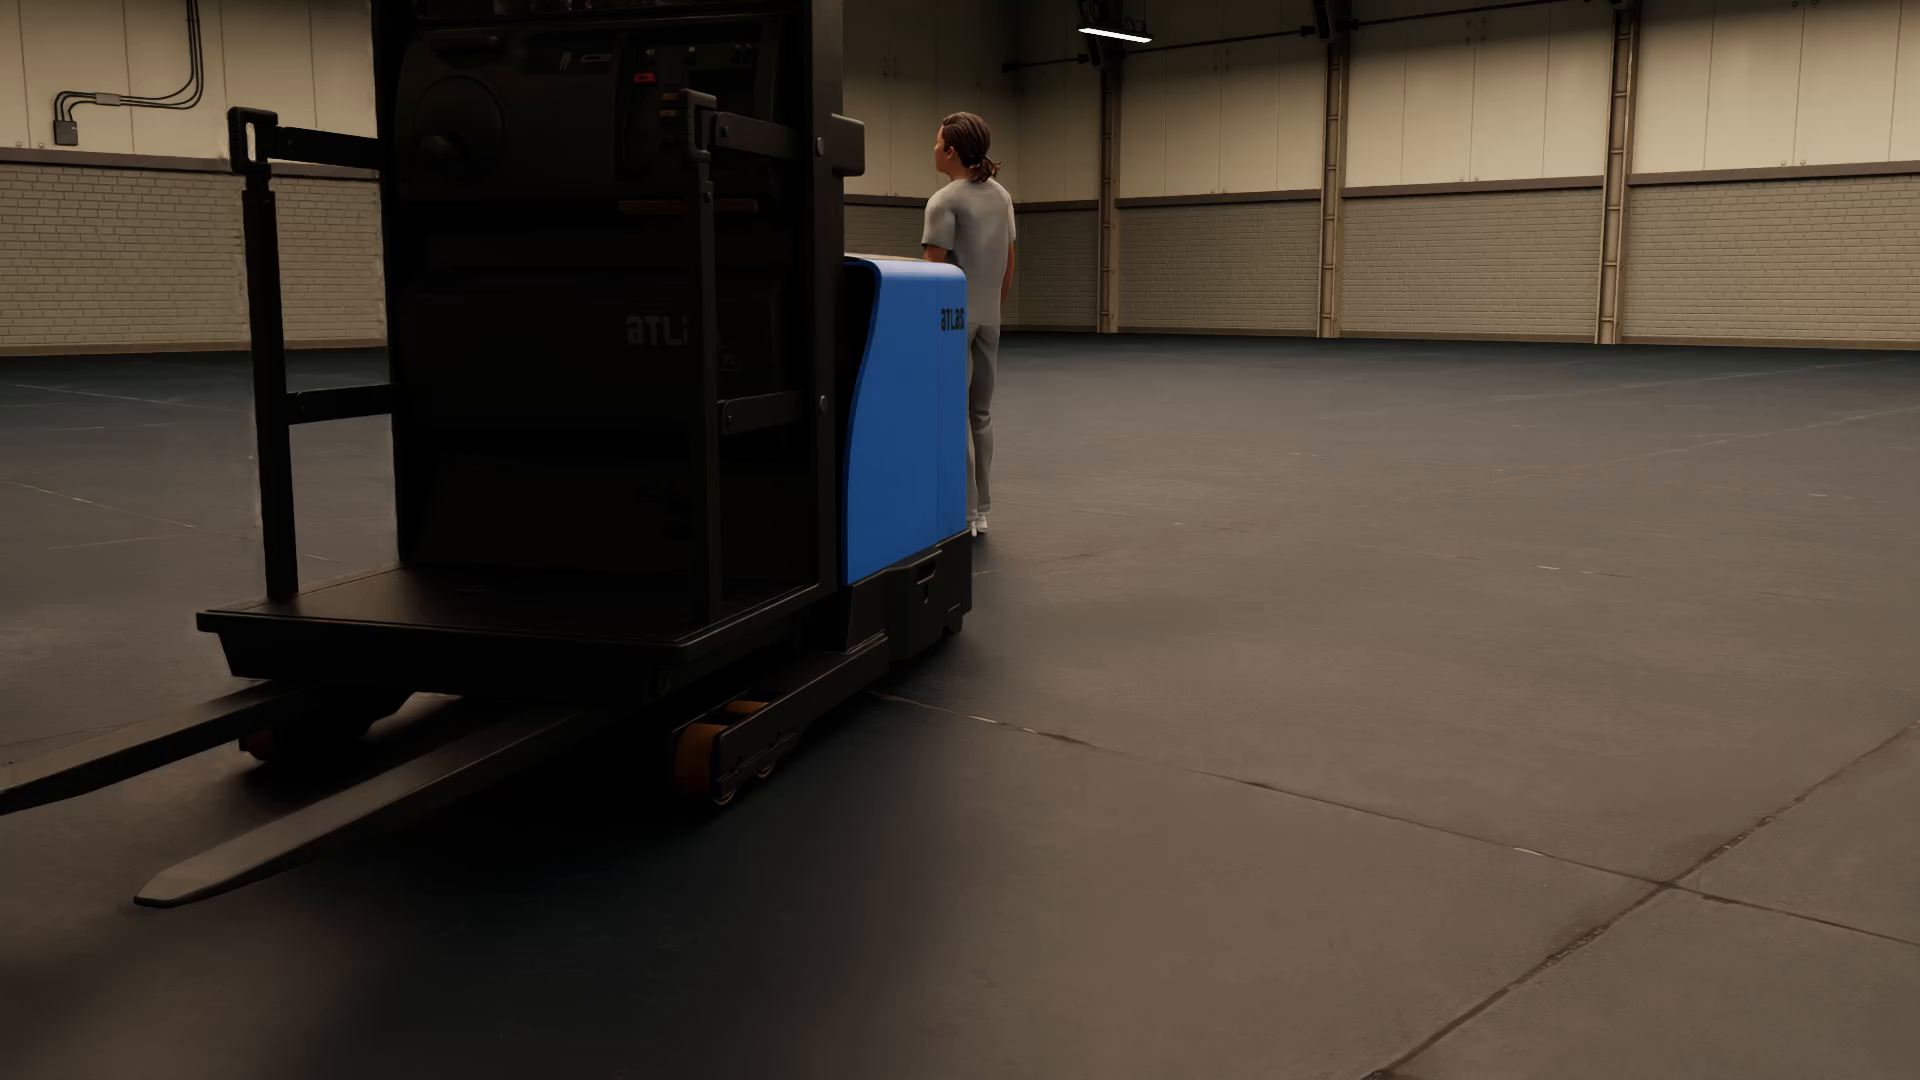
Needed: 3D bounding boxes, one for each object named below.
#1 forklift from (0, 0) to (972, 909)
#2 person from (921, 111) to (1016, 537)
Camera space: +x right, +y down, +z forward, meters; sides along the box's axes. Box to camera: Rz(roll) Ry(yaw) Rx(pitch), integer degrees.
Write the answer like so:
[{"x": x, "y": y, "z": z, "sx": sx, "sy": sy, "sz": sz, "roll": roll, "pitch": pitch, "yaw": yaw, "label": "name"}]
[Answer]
[{"x": -0.886, "y": -0.993, "z": 3.467, "sx": 1.130, "sy": 2.935, "sz": 3.031, "roll": 3, "pitch": 9, "yaw": 17, "label": "forklift"}, {"x": -0.050, "y": -0.826, "z": 6.660, "sx": 0.532, "sy": 1.633, "sz": 0.550, "roll": 8, "pitch": 12, "yaw": 43, "label": "person"}]
